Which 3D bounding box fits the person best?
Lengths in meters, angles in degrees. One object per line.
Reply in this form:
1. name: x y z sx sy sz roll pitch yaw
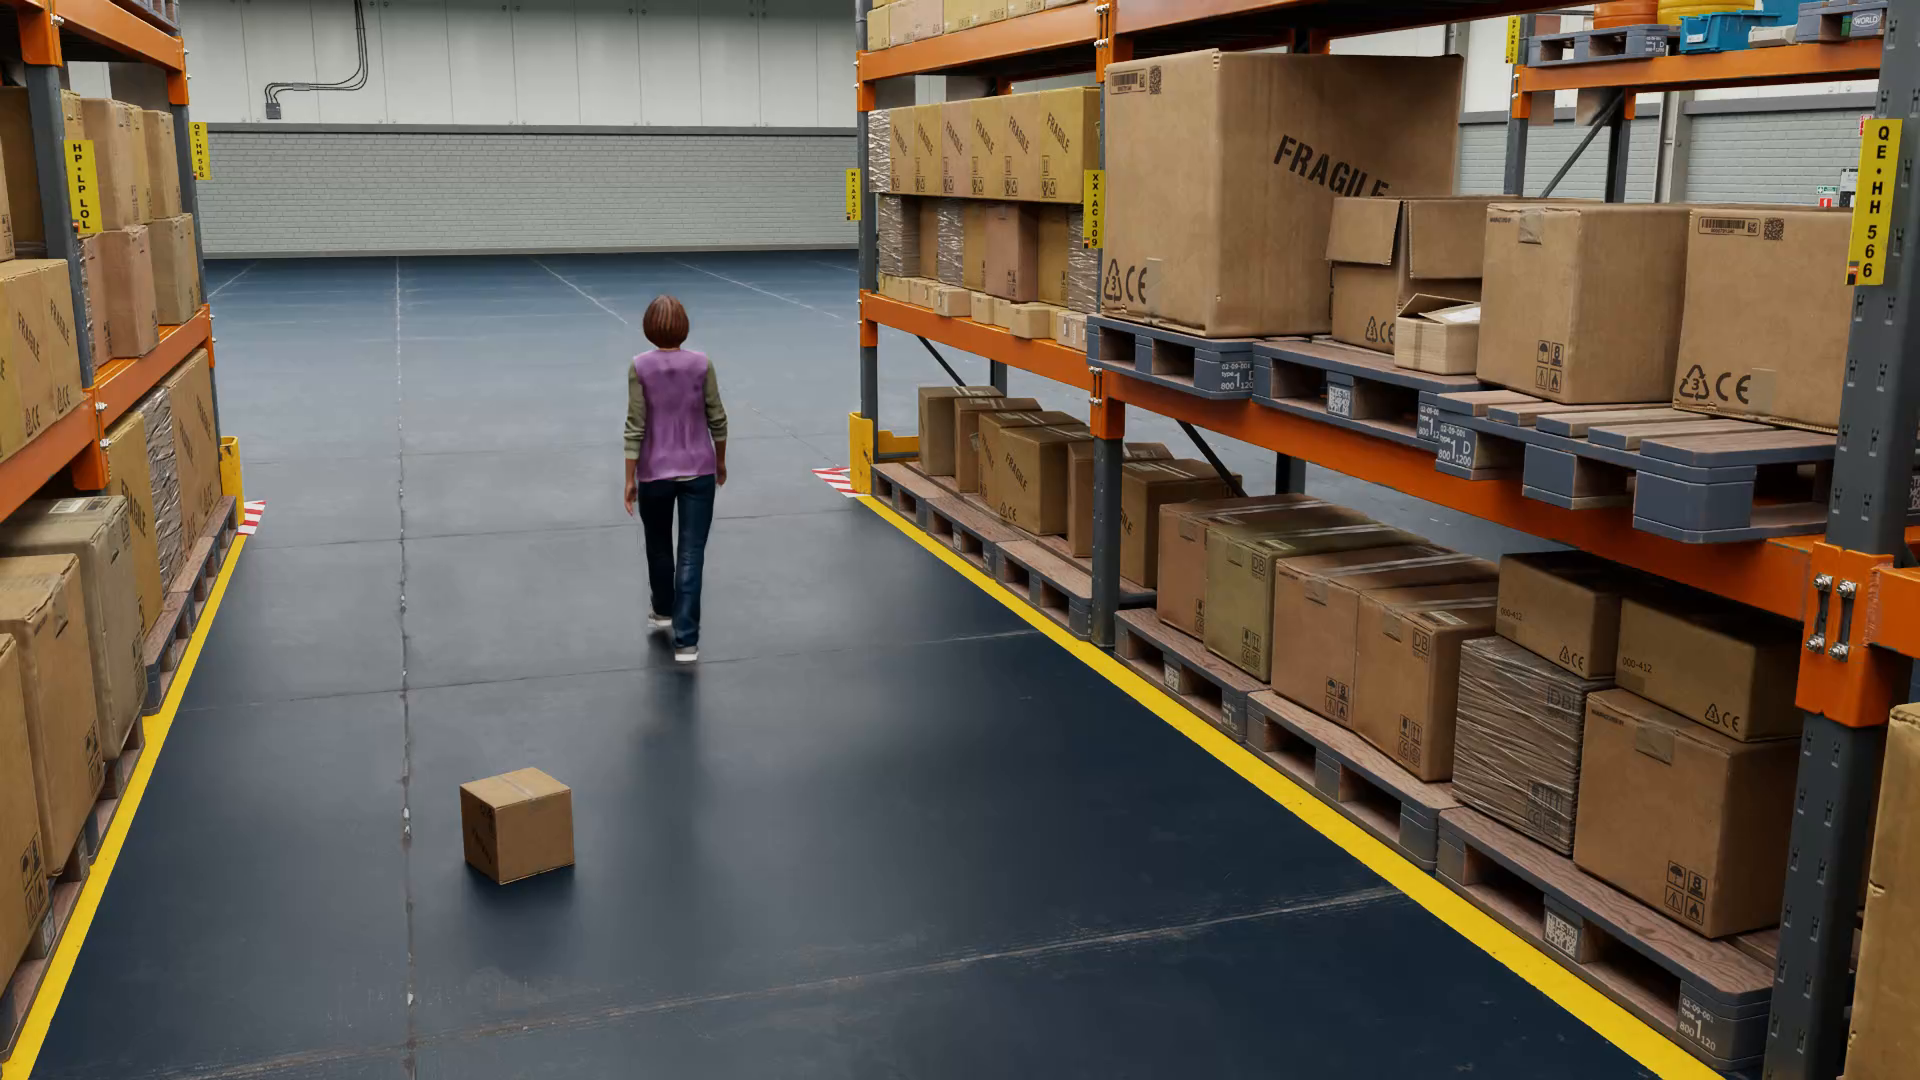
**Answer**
1. person: -1.234 -0.300 7.273 0.446 1.552 0.890 -2 13 -8
